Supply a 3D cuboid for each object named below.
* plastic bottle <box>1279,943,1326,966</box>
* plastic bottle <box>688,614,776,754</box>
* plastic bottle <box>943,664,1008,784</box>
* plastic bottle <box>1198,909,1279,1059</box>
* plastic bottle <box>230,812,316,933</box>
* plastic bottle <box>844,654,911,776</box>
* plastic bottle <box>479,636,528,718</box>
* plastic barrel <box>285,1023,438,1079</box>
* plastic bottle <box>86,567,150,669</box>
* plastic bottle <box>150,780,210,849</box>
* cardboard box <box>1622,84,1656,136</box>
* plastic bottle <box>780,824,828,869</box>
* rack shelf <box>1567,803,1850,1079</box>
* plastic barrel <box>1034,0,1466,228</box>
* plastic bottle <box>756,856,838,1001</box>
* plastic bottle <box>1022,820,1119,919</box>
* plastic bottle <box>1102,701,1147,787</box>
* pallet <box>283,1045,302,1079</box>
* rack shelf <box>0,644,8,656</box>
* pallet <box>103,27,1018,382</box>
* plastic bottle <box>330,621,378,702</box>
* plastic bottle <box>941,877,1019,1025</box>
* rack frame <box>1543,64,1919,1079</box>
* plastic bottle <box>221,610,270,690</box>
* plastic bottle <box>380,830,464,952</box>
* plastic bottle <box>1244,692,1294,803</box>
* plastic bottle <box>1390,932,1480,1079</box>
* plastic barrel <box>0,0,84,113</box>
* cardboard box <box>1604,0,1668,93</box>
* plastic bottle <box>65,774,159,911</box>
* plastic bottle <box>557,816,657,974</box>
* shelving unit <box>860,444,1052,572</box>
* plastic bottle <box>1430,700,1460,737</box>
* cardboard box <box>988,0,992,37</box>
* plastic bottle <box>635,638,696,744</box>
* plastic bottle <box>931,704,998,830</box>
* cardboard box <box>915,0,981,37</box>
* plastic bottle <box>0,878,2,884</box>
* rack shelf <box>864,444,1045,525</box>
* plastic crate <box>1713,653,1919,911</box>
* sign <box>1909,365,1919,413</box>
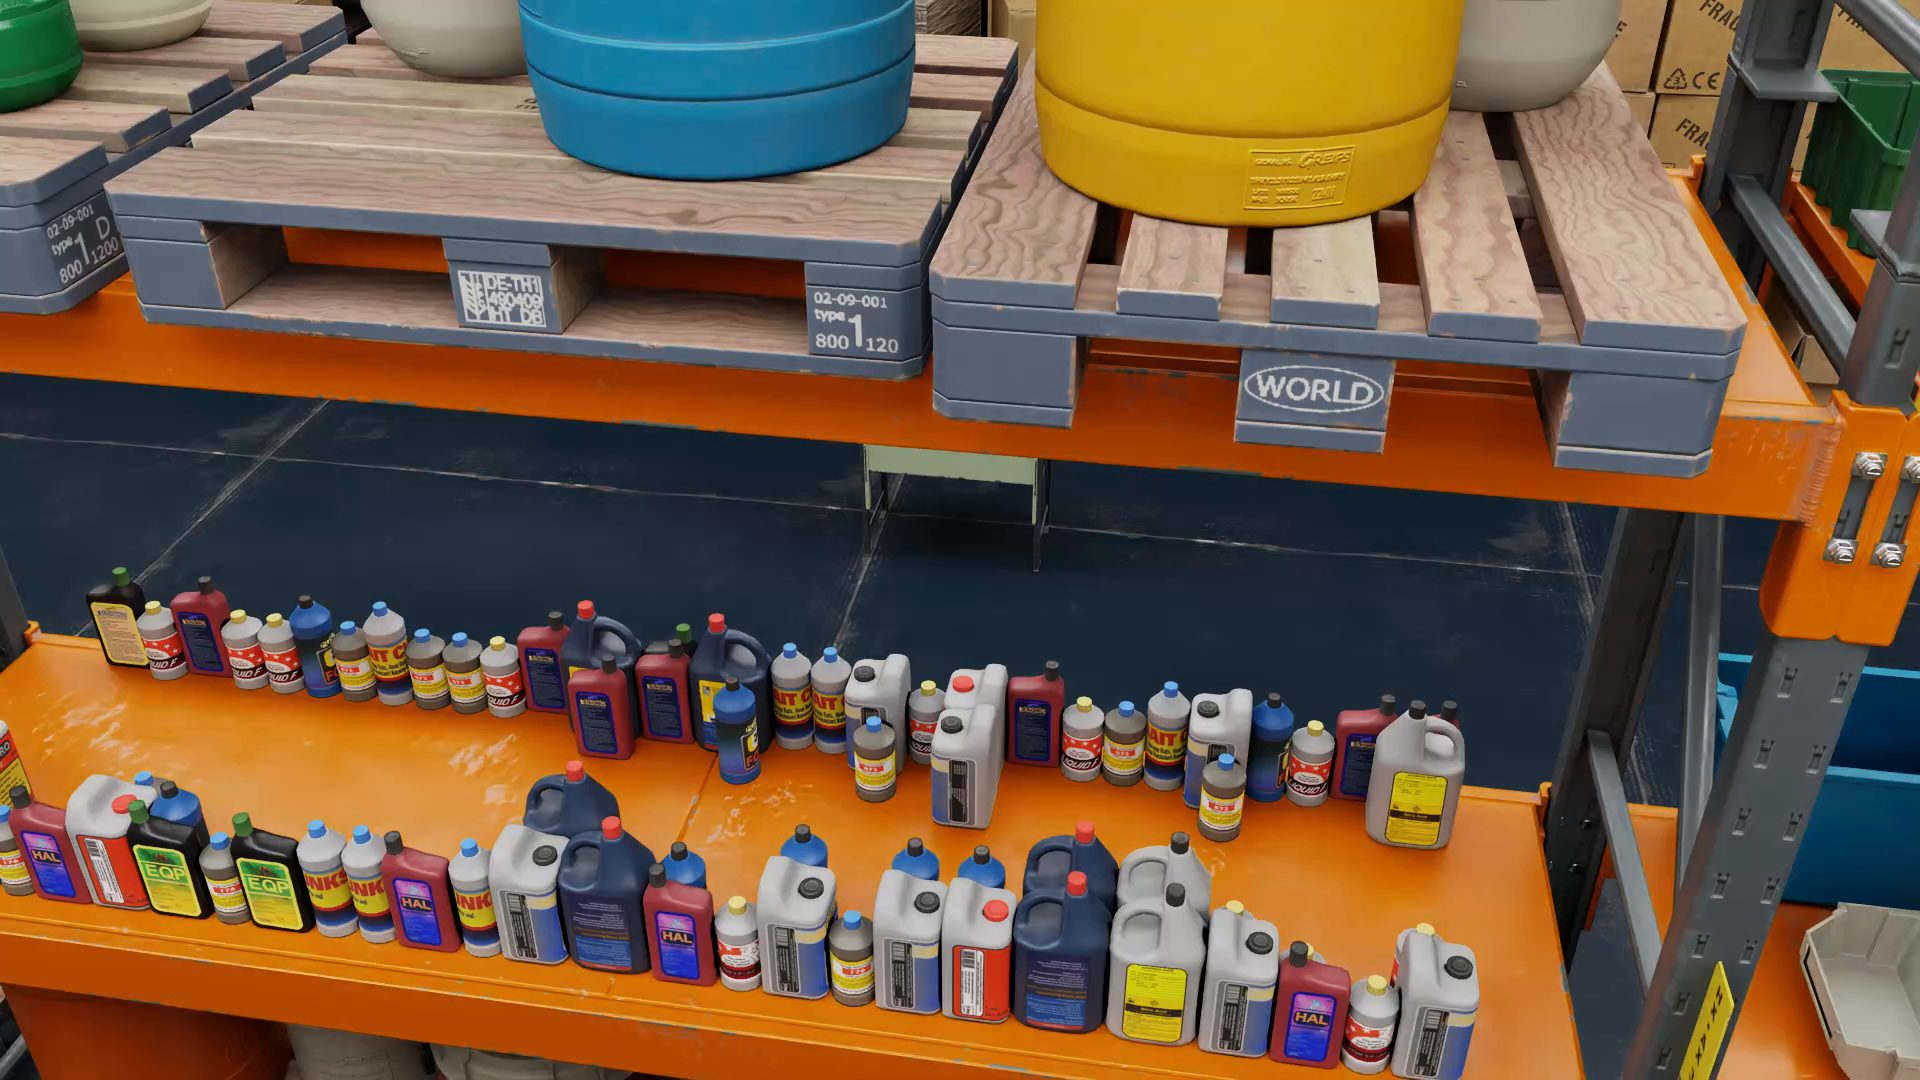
[{"bbox_3d":[0.658,0.866,3.227,0.097,0.201,0.097,0,32,0],"label":"plastic bottle"},{"bbox_3d":[-0.541,0.331,3.941,0.185,0.351,0.144,5,32,8],"label":"plastic bottle"},{"bbox_3d":[0.036,0.417,3.874,0.135,0.276,0.152,5,32,8],"label":"plastic bottle"},{"bbox_3d":[0.538,0.841,3.196,0.135,0.276,0.152,5,32,8],"label":"plastic bottle"},{"bbox_3d":[-1.422,0.685,3.438,0.133,0.283,0.061,5,32,8],"label":"plastic bottle"},{"bbox_3d":[-0.193,0.396,3.907,0.135,0.276,0.152,5,32,8],"label":"plastic bottle"},{"bbox_3d":[-1.122,0.329,4.085,0.097,0.201,0.097,0,32,0],"label":"plastic bottle"},{"bbox_3d":[-1.545,1.245,4.382,0.421,0.512,0.421,0,32,0],"label":"plastic barrel"},{"bbox_3d":[-2.132,0.193,4.225,0.133,0.283,0.061,5,32,8],"label":"plastic bottle"},{"bbox_3d":[-1.654,0.627,3.543,0.097,0.271,0.097,0,32,0],"label":"plastic bottle"},{"bbox_3d":[2.634,-1.757,7.136,0.500,0.500,0.500,6,33,9],"label":"cardboard box"},{"bbox_3d":[-0.318,0.699,3.428,0.097,0.271,0.097,0,32,0],"label":"plastic bottle"},{"bbox_3d":[3.312,1.171,3.230,4.000,0.370,1.077,5,32,8],"label":"rack shelf"},{"bbox_3d":[0.407,-0.817,2.328,0.600,0.588,0.600,0,32,0],"label":"plastic barrel"},{"bbox_3d":[-0.321,0.764,3.320,0.135,0.276,0.152,5,32,8],"label":"plastic bottle"},{"bbox_3d":[0.222,0.706,3.342,0.185,0.351,0.144,5,32,8],"label":"plastic bottle"},{"bbox_3d":[0.382,0.465,3.867,0.097,0.201,0.097,0,32,0],"label":"plastic bottle"},{"bbox_3d":[-1.818,1.561,4.557,1.213,0.211,1.003,5,32,8],"label":"pallet"},{"bbox_3d":[-4.574,0.457,4.371,4.000,0.370,1.077,5,32,8],"label":"rack shelf"},{"bbox_3d":[-0.567,-0.622,2.768,1.213,0.211,1.003,5,32,8],"label":"pallet"},{"bbox_3d":[-1.506,0.294,4.140,0.097,0.201,0.097,0,32,0],"label":"plastic bottle"},{"bbox_3d":[0.041,0.796,3.267,0.135,0.276,0.152,5,32,8],"label":"plastic bottle"},{"bbox_3d":[1.341,0.688,3.324,0.127,3.000,1.000,5,32,8],"label":"rack frame"},{"bbox_3d":[-1.794,0.268,4.182,0.097,0.201,0.097,0,32,0],"label":"plastic bottle"},{"bbox_3d":[-1.099,0.715,3.391,0.133,0.283,0.061,5,32,8],"label":"plastic bottle"},{"bbox_3d":[0.707,0.465,3.801,0.097,0.271,0.097,0,32,0],"label":"plastic bottle"},{"bbox_3d":[0.898,0.874,3.143,0.135,0.276,0.152,5,32,8],"label":"plastic bottle"},{"bbox_3d":[-1.596,-0.838,2.686,0.294,0.245,0.294,0,32,0],"label":"plastic barrel"},{"bbox_3d":[2.595,-2.180,6.869,0.500,0.500,0.500,6,33,9],"label":"cardboard box"},{"bbox_3d":[-1.774,0.632,3.530,0.135,0.276,0.152,5,32,8],"label":"plastic bottle"},{"bbox_3d":[-0.706,0.699,3.352,0.185,0.351,0.144,5,32,8],"label":"plastic bottle"},{"bbox_3d":[-0.007,-0.636,6.853,0.755,1.500,0.431,5,32,8],"label":"shelving unit"},{"bbox_3d":[1.051,0.481,3.764,0.133,0.283,0.061,5,32,8],"label":"plastic bottle"},{"bbox_3d":[0.630,-3.902,12.287,0.750,0.750,0.750,5,32,8],"label":"cardboard box"},{"bbox_3d":[-0.702,0.355,3.965,0.133,0.283,0.061,5,32,8],"label":"plastic bottle"},{"bbox_3d":[0.010,0.496,3.747,0.135,0.276,0.152,5,32,8],"label":"plastic bottle"},{"bbox_3d":[-0.256,-2.301,7.610,0.500,0.500,0.700,11,34,17],"label":"cardboard box"},{"bbox_3d":[-2.120,0.617,3.558,0.097,0.271,0.097,0,32,0],"label":"plastic bottle"},{"bbox_3d":[-0.007,-0.360,7.026,0.720,0.370,0.431,5,32,8],"label":"rack shelf"},{"bbox_3d":[1.858,0.532,3.531,0.575,0.384,0.392,5,32,8],"label":"plastic crate"},{"bbox_3d":[1.246,-0.300,2.067,0.005,0.325,0.100,5,32,8],"label":"sign"}]
